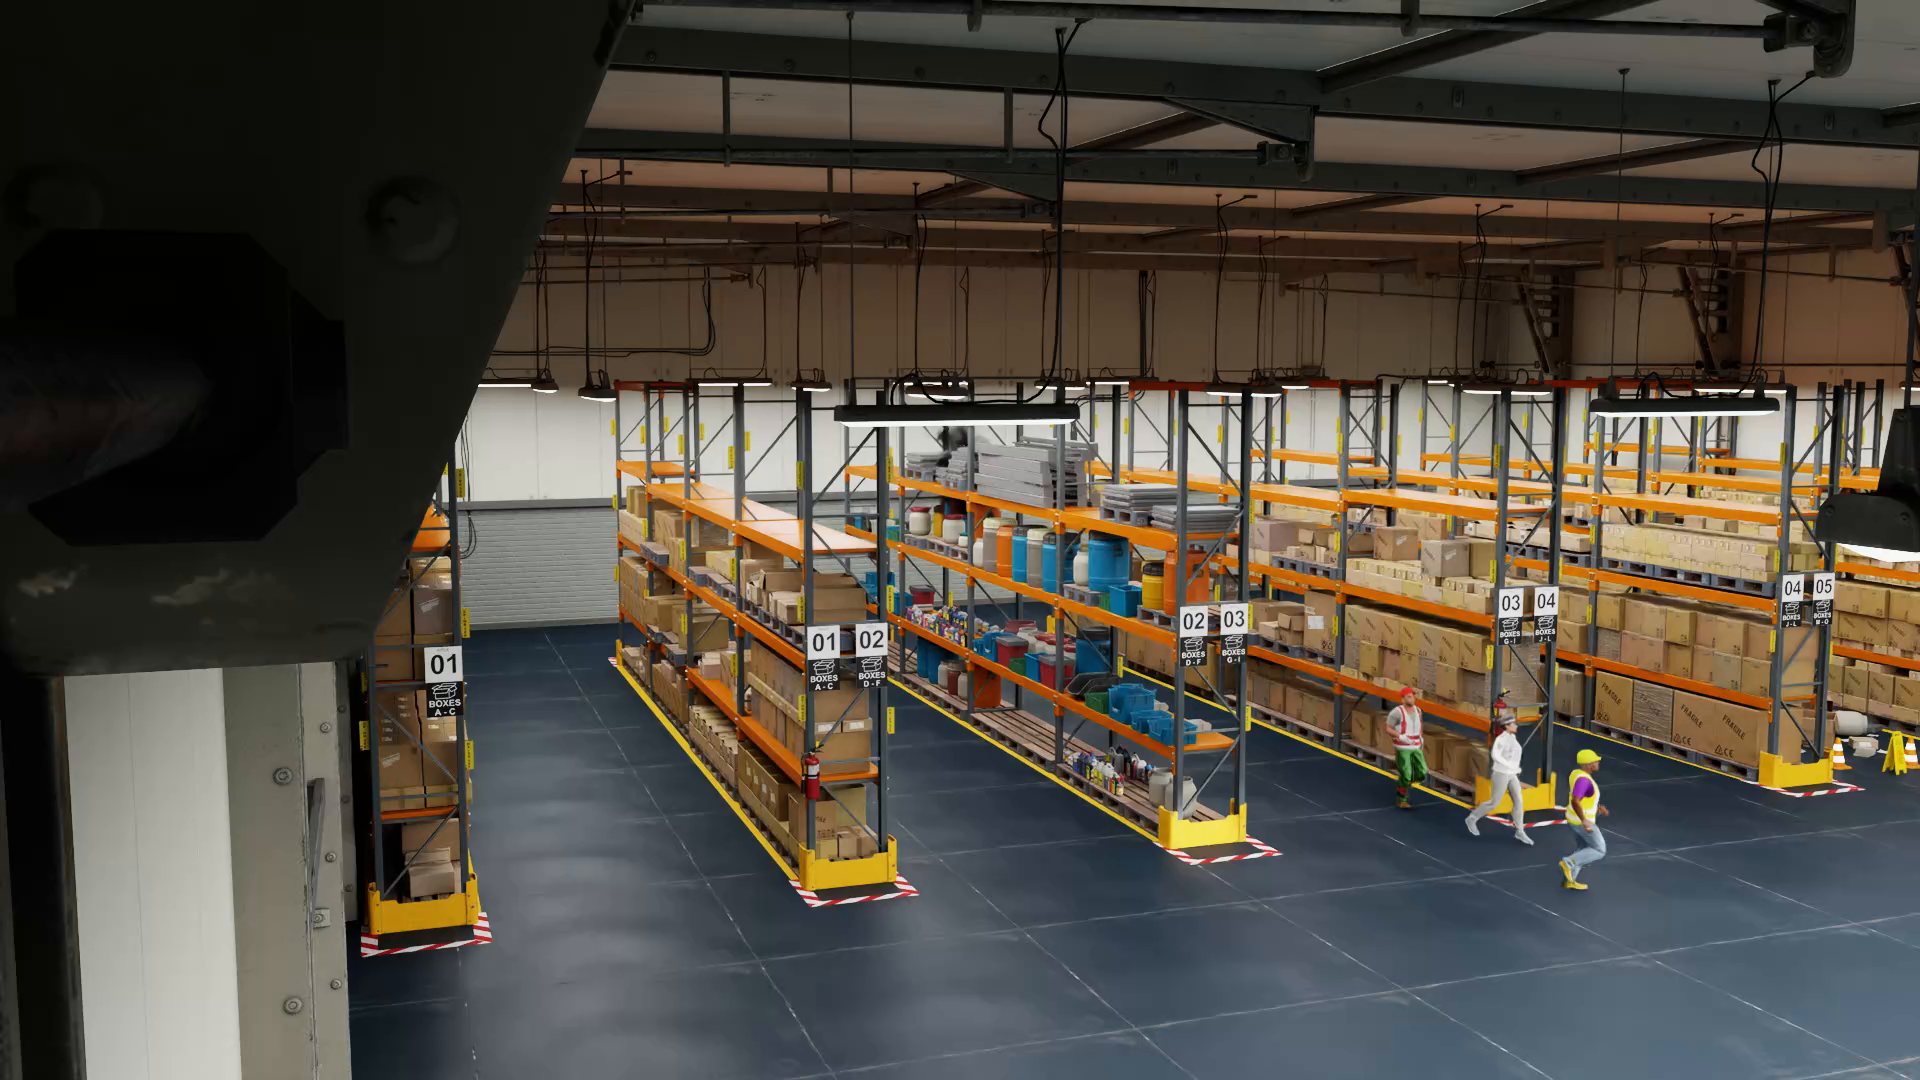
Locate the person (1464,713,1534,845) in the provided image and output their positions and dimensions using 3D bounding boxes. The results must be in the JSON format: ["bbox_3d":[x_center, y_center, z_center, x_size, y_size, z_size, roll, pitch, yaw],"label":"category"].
[{"bbox_3d":[7.304,3.145,22.207,0.919,1.673,0.675,6,8,43],"label":"person"}]

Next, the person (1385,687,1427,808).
[{"bbox_3d":[6.379,2.958,23.651,0.662,1.748,0.589,-2,6,-20],"label":"person"}]

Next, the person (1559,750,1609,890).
[{"bbox_3d":[7.525,3.368,20.009,0.620,1.713,0.692,1,6,9],"label":"person"}]
